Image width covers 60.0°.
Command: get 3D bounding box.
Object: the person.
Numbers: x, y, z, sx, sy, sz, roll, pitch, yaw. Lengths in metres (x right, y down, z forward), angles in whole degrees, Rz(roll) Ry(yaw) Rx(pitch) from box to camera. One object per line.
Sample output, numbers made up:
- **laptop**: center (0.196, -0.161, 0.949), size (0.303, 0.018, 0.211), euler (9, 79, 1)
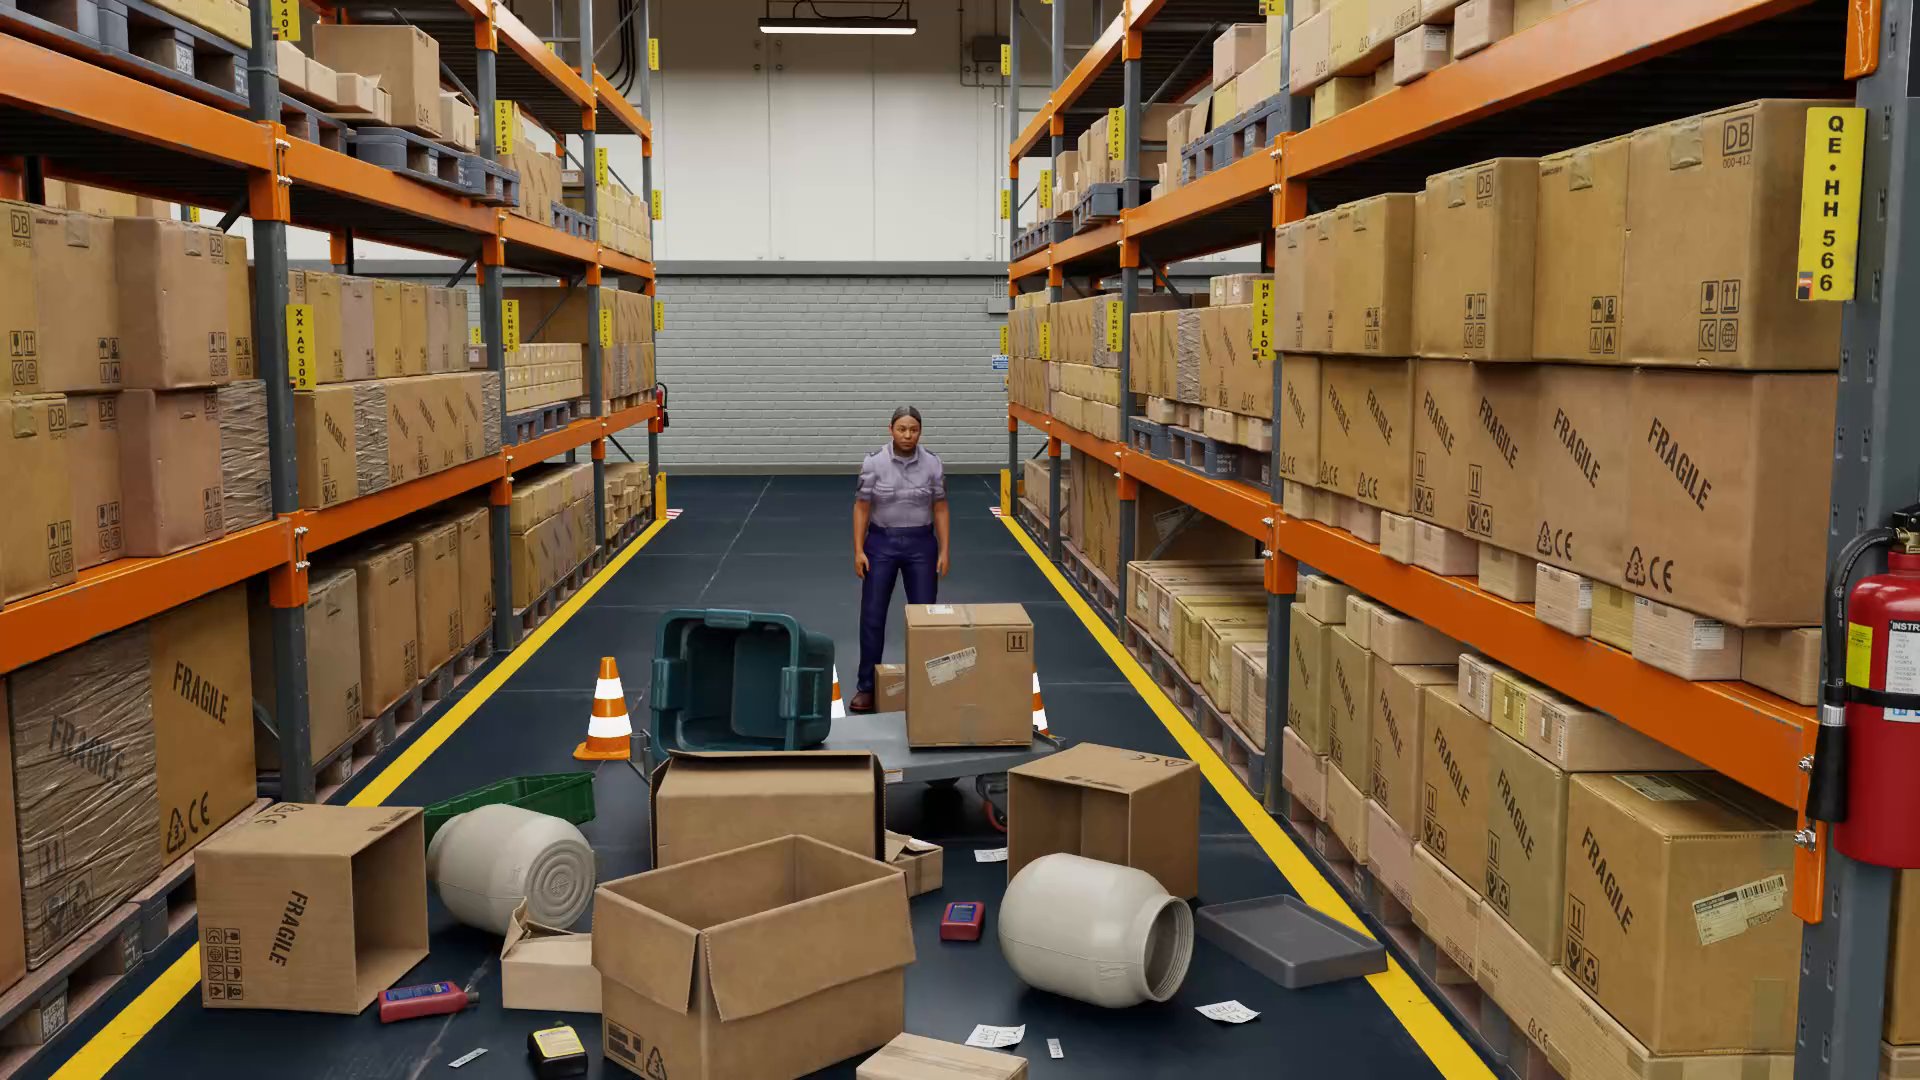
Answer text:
- **person**: center (-0.333, 0.088, 9.066), size (0.564, 1.651, 0.367), euler (-1, 7, -7)
